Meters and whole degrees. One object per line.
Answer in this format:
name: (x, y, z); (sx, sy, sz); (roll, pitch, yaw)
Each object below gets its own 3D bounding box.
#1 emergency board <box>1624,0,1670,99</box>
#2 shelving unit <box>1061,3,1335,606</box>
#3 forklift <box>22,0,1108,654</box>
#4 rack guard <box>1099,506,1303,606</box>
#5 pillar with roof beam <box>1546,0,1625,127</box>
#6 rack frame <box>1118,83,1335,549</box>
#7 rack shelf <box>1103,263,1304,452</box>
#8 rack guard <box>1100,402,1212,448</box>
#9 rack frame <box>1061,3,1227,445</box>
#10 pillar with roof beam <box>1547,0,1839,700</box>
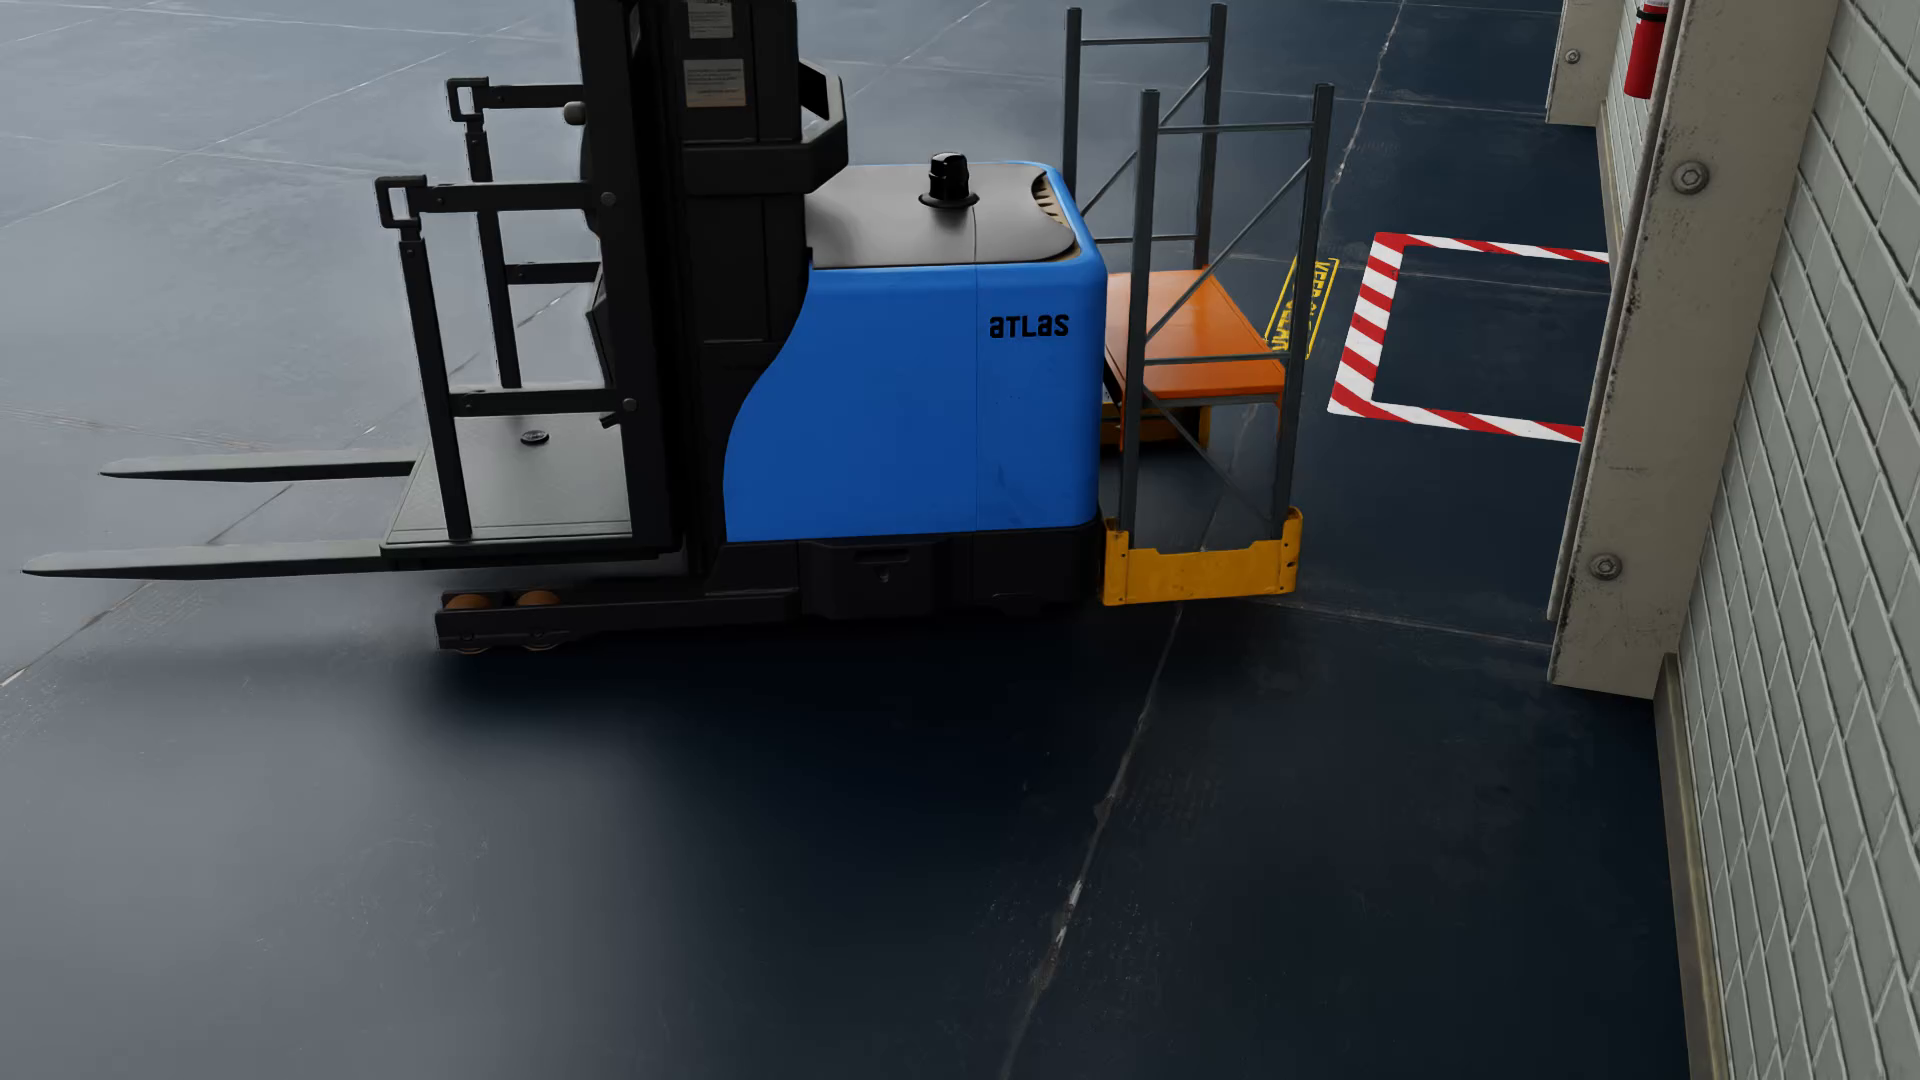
emergency board: (2.575, -2.133, 6.000); (0.194, 1.169, 0.643); (8, 30, 15)
shelving unit: (0.644, -0.739, 5.036); (0.587, 1.500, 1.083); (-4, 29, -7)
forklift: (-1.142, -1.229, 4.445); (3.031, 2.935, 1.130); (-3, 29, -5)
rack guard: (0.709, 0.047, 4.908); (0.587, 0.250, 0.087); (-4, 29, -7)
pillar with roof beam: (-0.541, -7.015, 8.603); (9.100, 9.000, 0.400); (8, 30, 15)
rack frame: (0.709, -0.499, 4.603); (0.500, 1.500, 0.032); (-4, 29, -7)
rack shelf: (0.643, -0.586, 5.131); (0.538, 0.185, 1.000); (-4, 29, -7)
rack guard: (0.579, -0.433, 5.771); (0.587, 0.250, 0.087); (-4, 29, -7)
rack frame: (0.576, -0.989, 5.484); (0.500, 1.500, 0.032); (-4, 29, -7)
pillar with roof beam: (-2.302, -4.226, 3.591); (9.100, 9.000, 0.400); (8, 30, 15)
